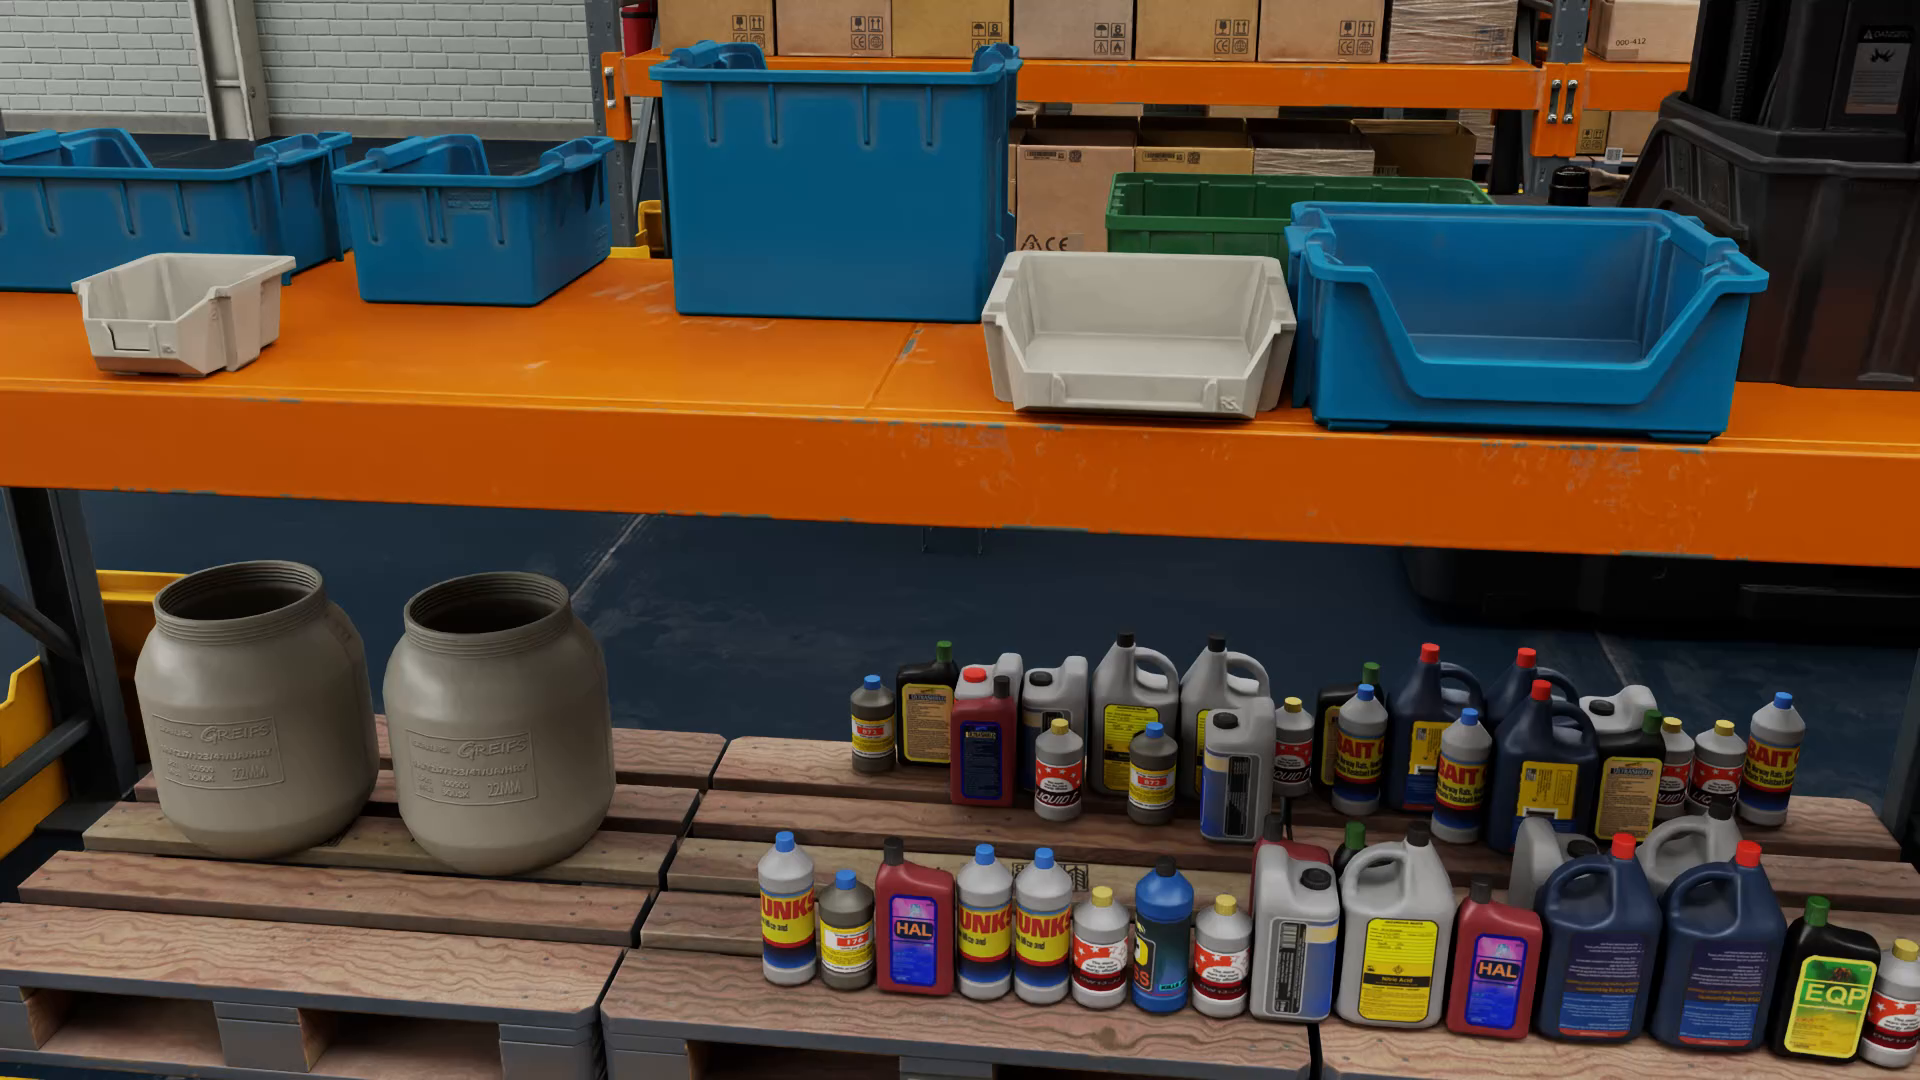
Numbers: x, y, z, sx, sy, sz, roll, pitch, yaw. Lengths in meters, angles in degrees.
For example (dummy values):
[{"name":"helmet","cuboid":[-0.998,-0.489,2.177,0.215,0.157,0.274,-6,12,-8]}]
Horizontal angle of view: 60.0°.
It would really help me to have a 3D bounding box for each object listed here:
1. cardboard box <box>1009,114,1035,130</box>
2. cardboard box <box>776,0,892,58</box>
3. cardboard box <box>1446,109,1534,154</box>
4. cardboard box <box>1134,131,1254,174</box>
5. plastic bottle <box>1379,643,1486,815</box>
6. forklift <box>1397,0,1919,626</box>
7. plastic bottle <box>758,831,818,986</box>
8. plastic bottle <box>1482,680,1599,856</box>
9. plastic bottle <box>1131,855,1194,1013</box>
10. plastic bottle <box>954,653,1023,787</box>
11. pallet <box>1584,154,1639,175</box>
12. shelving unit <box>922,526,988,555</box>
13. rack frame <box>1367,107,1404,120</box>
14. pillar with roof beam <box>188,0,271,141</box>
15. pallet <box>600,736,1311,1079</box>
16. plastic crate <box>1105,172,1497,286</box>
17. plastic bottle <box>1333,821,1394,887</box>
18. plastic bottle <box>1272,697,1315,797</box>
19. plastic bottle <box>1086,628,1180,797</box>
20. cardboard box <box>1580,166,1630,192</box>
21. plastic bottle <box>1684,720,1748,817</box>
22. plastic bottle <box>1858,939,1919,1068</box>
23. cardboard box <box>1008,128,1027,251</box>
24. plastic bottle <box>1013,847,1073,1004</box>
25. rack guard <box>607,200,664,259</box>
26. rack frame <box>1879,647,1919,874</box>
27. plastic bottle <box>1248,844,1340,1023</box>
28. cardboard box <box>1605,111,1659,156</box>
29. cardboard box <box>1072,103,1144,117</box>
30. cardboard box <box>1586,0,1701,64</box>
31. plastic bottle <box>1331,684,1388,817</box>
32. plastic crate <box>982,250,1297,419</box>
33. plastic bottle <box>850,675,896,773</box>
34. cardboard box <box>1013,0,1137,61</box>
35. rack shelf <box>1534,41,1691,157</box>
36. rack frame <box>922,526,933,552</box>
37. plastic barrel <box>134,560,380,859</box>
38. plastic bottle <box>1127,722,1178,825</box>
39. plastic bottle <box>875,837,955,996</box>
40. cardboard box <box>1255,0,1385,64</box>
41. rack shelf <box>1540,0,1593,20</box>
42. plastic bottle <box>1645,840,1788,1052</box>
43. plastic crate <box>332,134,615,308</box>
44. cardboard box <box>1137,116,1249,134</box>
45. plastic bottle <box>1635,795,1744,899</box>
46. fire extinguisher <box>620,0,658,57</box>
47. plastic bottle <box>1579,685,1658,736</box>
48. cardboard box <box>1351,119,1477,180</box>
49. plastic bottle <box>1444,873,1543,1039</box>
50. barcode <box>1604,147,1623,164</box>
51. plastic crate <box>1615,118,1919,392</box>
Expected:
[{"name":"cardboard box","cuboid":[0.087,-1.748,7.931,0.500,0.500,0.500,2,22,6]},{"name":"cardboard box","cuboid":[-0.491,-2.436,7.386,0.500,0.500,0.700,3,22,8]},{"name":"cardboard box","cuboid":[3.809,-3.087,11.971,0.500,0.500,0.700,3,22,8]},{"name":"cardboard box","cuboid":[1.018,-1.514,7.338,0.500,0.500,0.500,2,22,6]},{"name":"plastic bottle","cuboid":[0.970,0.379,3.407,0.185,0.351,0.144,2,22,4]},{"name":"forklift","cuboid":[2.881,-1.251,4.618,3.031,2.935,1.130,2,22,5]},{"name":"plastic bottle","cuboid":[-0.298,0.629,2.881,0.097,0.271,0.097,0,22,0]},{"name":"plastic bottle","cuboid":[1.140,0.440,3.253,0.185,0.351,0.144,2,22,6]},{"name":"plastic bottle","cuboid":[0.342,0.657,2.810,0.097,0.271,0.097,0,22,0]},{"name":"plastic bottle","cuboid":[0.060,0.375,3.517,0.135,0.276,0.152,3,22,7]},{"name":"pallet","cuboid":[5.064,-2.689,11.955,1.213,0.211,1.003,2,22,6]},{"name":"shelving unit","cuboid":[-0.014,-0.559,5.221,0.189,1.200,0.258,2,22,6]},{"name":"rack frame","cuboid":[3.076,-4.071,11.657,0.127,3.000,1.000,2,22,6]},{"name":"pillar with roof beam","cuboid":[-6.564,-6.007,8.395,0.400,9.000,9.100,2,22,6]},{"name":"pallet","cuboid":[0.033,0.747,3.264,1.213,0.211,1.003,2,22,6]},{"name":"plastic crate","cuboid":[0.595,-0.517,2.956,0.662,0.188,0.450,2,22,6]},{"name":"plastic bottle","cuboid":[0.712,0.621,2.885,0.133,0.283,0.061,2,22,6]},{"name":"plastic bottle","cuboid":[0.691,0.427,3.487,0.097,0.201,0.097,0,22,0]},{"name":"plastic bottle","cuboid":[0.363,0.352,3.474,0.185,0.351,0.144,3,22,9]},{"name":"cardboard box","cuboid":[2.933,-1.527,7.628,0.500,0.311,0.500,2,22,6]},{"name":"plastic bottle","cuboid":[1.544,0.465,3.393,0.097,0.201,0.097,0,22,0]},{"name":"plastic bottle","cuboid":[1.513,0.741,2.694,0.097,0.201,0.097,0,22,0]},{"name":"cardboard box","cuboid":[0.026,-1.558,7.451,0.500,0.500,0.500,2,22,6]},{"name":"plastic bottle","cuboid":[0.141,0.649,2.832,0.097,0.271,0.097,0,22,0]},{"name":"rack guard","cuboid":[-1.499,-1.274,7.982,0.348,0.500,1.175,2,22,6]},{"name":"rack frame","cuboid":[1.910,-0.454,2.508,0.127,3.000,1.000,2,22,6]},{"name":"plastic bottle","cuboid":[0.564,0.655,2.810,0.135,0.276,0.152,3,22,7]},{"name":"cardboard box","cuboid":[4.830,-3.047,11.868,0.500,0.500,0.700,3,22,7]},{"name":"cardboard box","cuboid":[1.069,-3.149,12.126,0.500,0.500,0.700,1,22,3]},{"name":"cardboard box","cuboid":[2.991,-2.187,7.096,0.500,0.250,0.500,4,22,10]},{"name":"plastic bottle","cuboid":[0.819,0.423,3.403,0.097,0.271,0.097,0,22,0]},{"name":"plastic crate","cuboid":[0.268,-0.309,2.501,0.437,0.136,0.530,2,22,6]},{"name":"plastic bottle","cuboid":[-0.187,0.389,3.583,0.097,0.201,0.097,0,22,0]},{"name":"cardboard box","cuboid":[0.524,-2.391,7.272,0.500,0.500,0.700,3,22,8]},{"name":"rack shelf","cuboid":[4.483,-1.841,6.996,4.000,0.370,1.077,2,22,6]},{"name":"rack frame","cuboid":[-0.105,-0.563,5.231,0.006,1.200,0.240,2,22,6]},{"name":"plastic barrel","cuboid":[-1.400,0.335,3.325,0.421,0.512,0.421,0,22,0]},{"name":"plastic bottle","cuboid":[0.392,0.468,3.385,0.097,0.201,0.097,0,22,0]},{"name":"plastic bottle","cuboid":[-0.076,0.640,2.837,0.133,0.283,0.061,3,22,7]},{"name":"cardboard box","cuboid":[1.531,-2.346,7.158,0.500,0.500,0.700,2,22,6]},{"name":"rack shelf","cuboid":[5.062,-3.650,11.571,4.000,0.370,1.077,2,22,6]},{"name":"plastic bottle","cuboid":[1.236,0.651,2.719,0.185,0.351,0.144,2,22,5]},{"name":"plastic crate","cuboid":[-0.886,-0.615,3.119,0.408,0.251,0.499,2,22,6]},{"name":"cardboard box","cuboid":[1.080,-1.705,7.822,0.500,0.500,0.500,2,22,6]},{"name":"plastic bottle","cuboid":[1.253,0.598,2.852,0.185,0.351,0.144,2,22,6]},{"name":"fire extinguisher","cuboid":[-1.538,-2.574,7.976,0.183,0.674,0.296,2,22,6]},{"name":"plastic bottle","cuboid":[1.321,0.430,3.378,0.135,0.276,0.152,3,22,8]},{"name":"cardboard box","cuboid":[2.073,-1.662,7.713,0.500,0.500,0.500,2,22,6]},{"name":"plastic bottle","cuboid":[0.879,0.682,2.731,0.133,0.283,0.061,4,22,10]},{"name":"barcode","cuboid":[2.701,-1.588,6.872,0.075,0.075,0.001,2,22,6]},{"name":"plastic crate","cuboid":[1.405,-0.494,2.694,0.504,0.338,0.767,2,22,6]}]
